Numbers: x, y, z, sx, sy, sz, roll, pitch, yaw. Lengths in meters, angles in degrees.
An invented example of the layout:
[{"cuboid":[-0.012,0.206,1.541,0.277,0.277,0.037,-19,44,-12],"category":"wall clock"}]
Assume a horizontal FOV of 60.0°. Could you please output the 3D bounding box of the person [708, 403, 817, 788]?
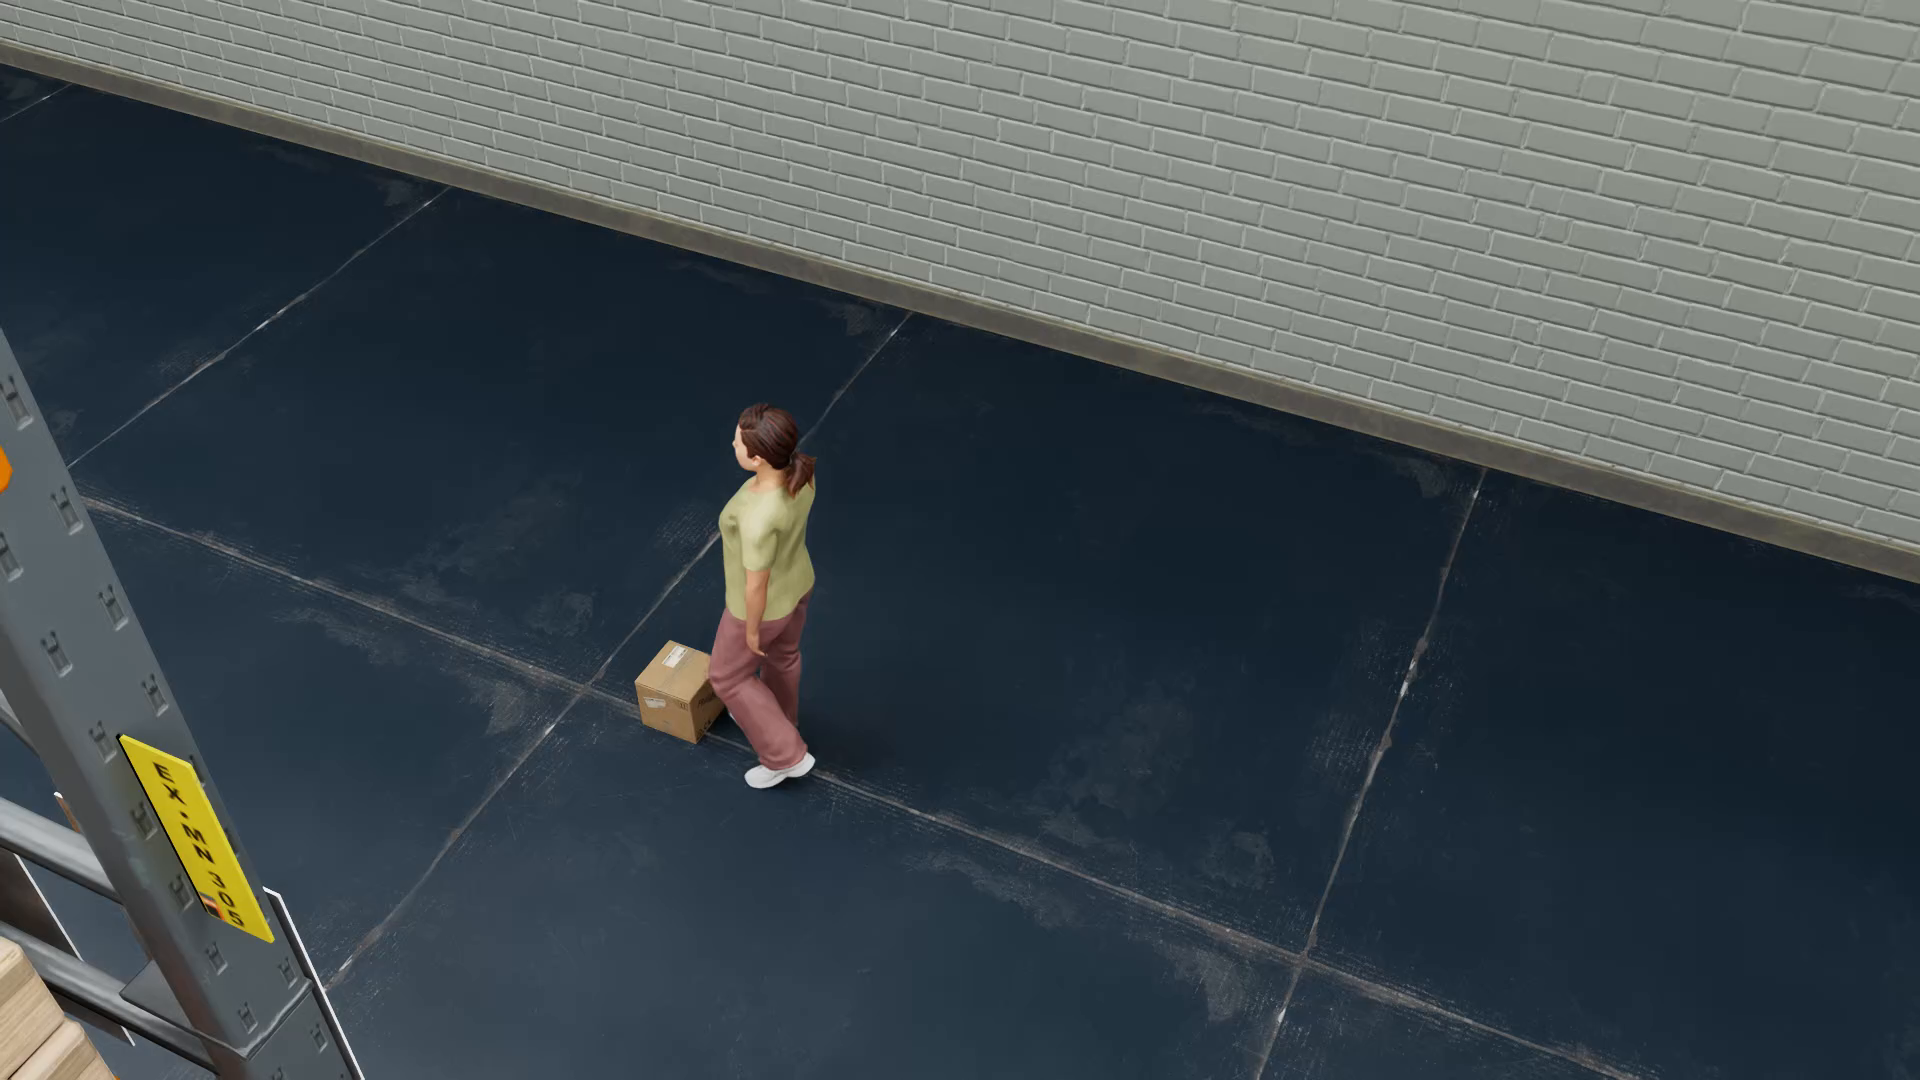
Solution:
[{"cuboid":[-0.715,0.193,5.949,0.514,1.695,0.462,18,45,19],"category":"person"}]
